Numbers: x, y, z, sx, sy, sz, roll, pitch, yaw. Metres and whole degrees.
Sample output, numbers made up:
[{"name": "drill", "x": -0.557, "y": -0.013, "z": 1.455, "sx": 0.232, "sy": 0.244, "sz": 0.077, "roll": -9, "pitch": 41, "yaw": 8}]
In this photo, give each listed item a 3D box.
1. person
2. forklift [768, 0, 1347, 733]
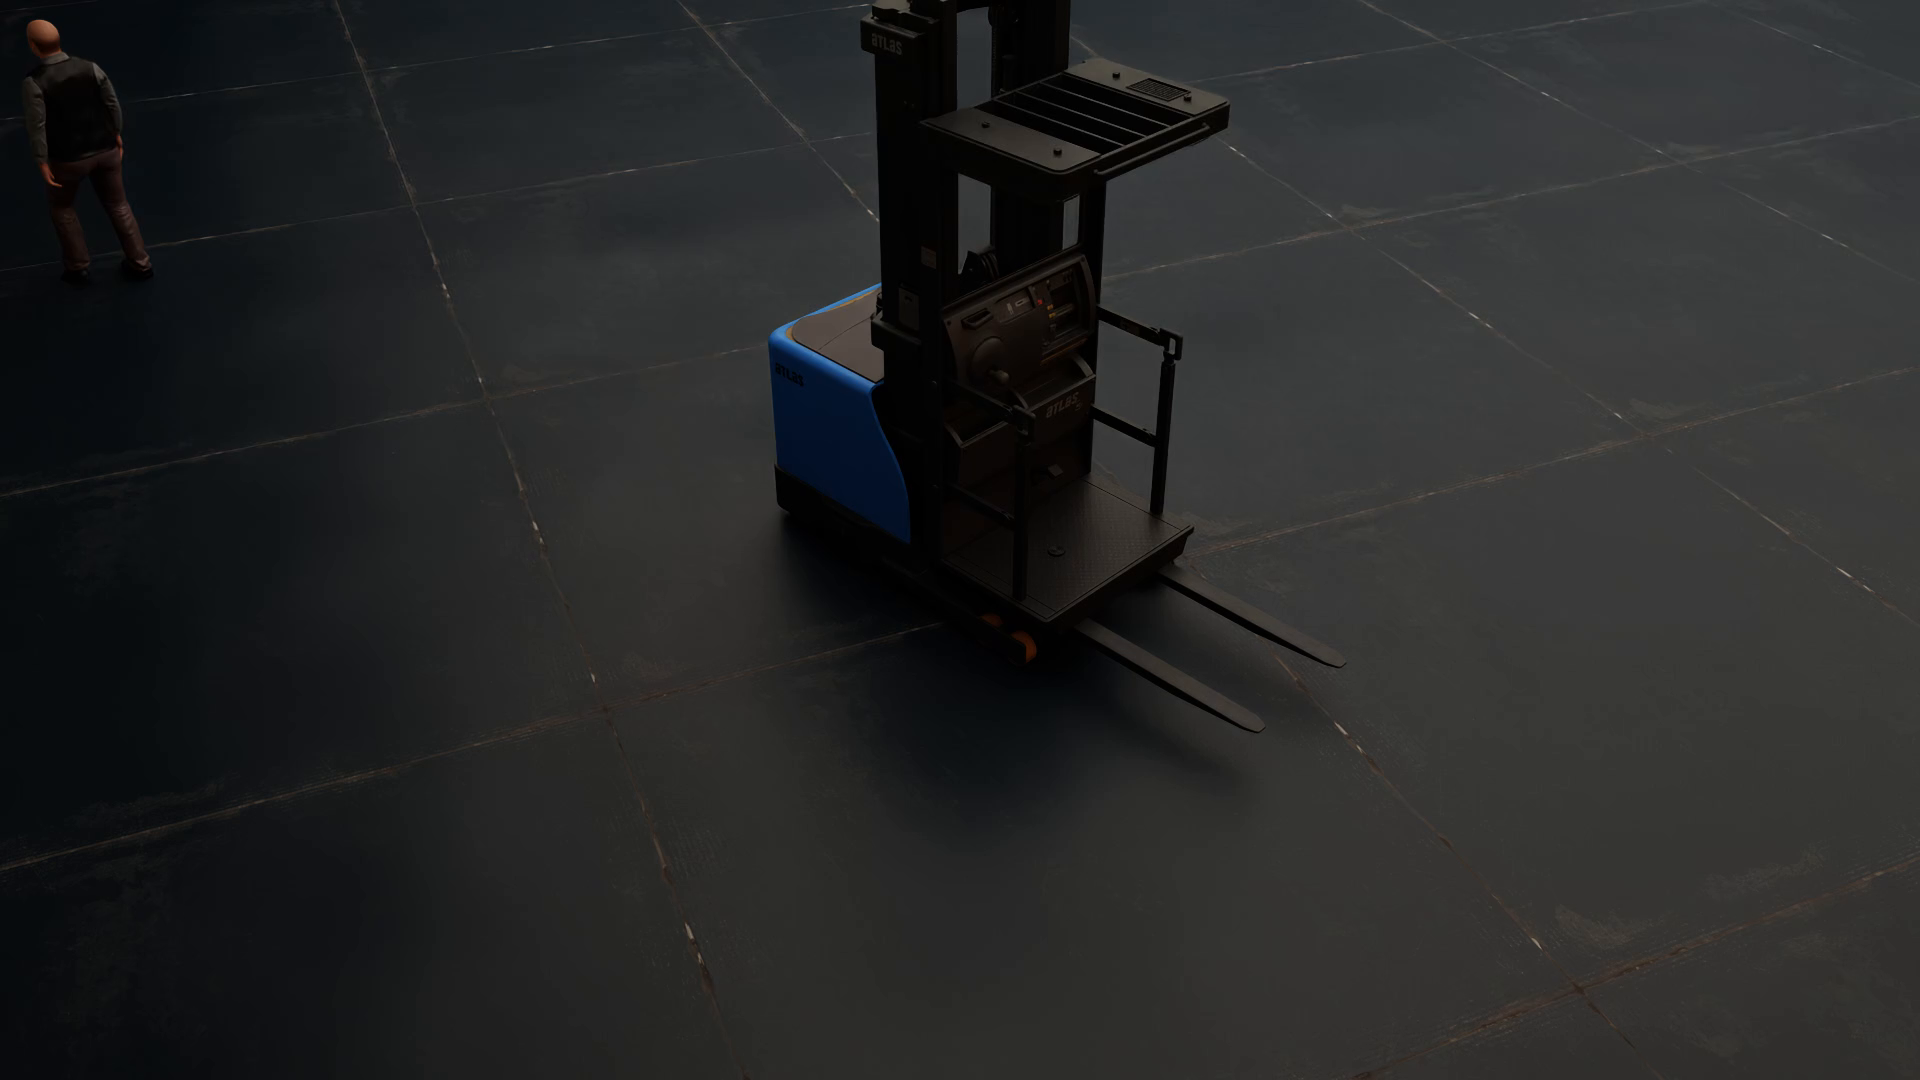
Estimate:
[{"name": "person", "x": -5.656, "y": -2.466, "z": 10.683, "sx": 0.558, "sy": 1.767, "sz": 0.625, "roll": 25, "pitch": 43, "yaw": 31}, {"name": "forklift", "x": 0.432, "y": -0.946, "z": 7.429, "sx": 3.031, "sy": 2.935, "sz": 1.130, "roll": 30, "pitch": 45, "yaw": 35}]
